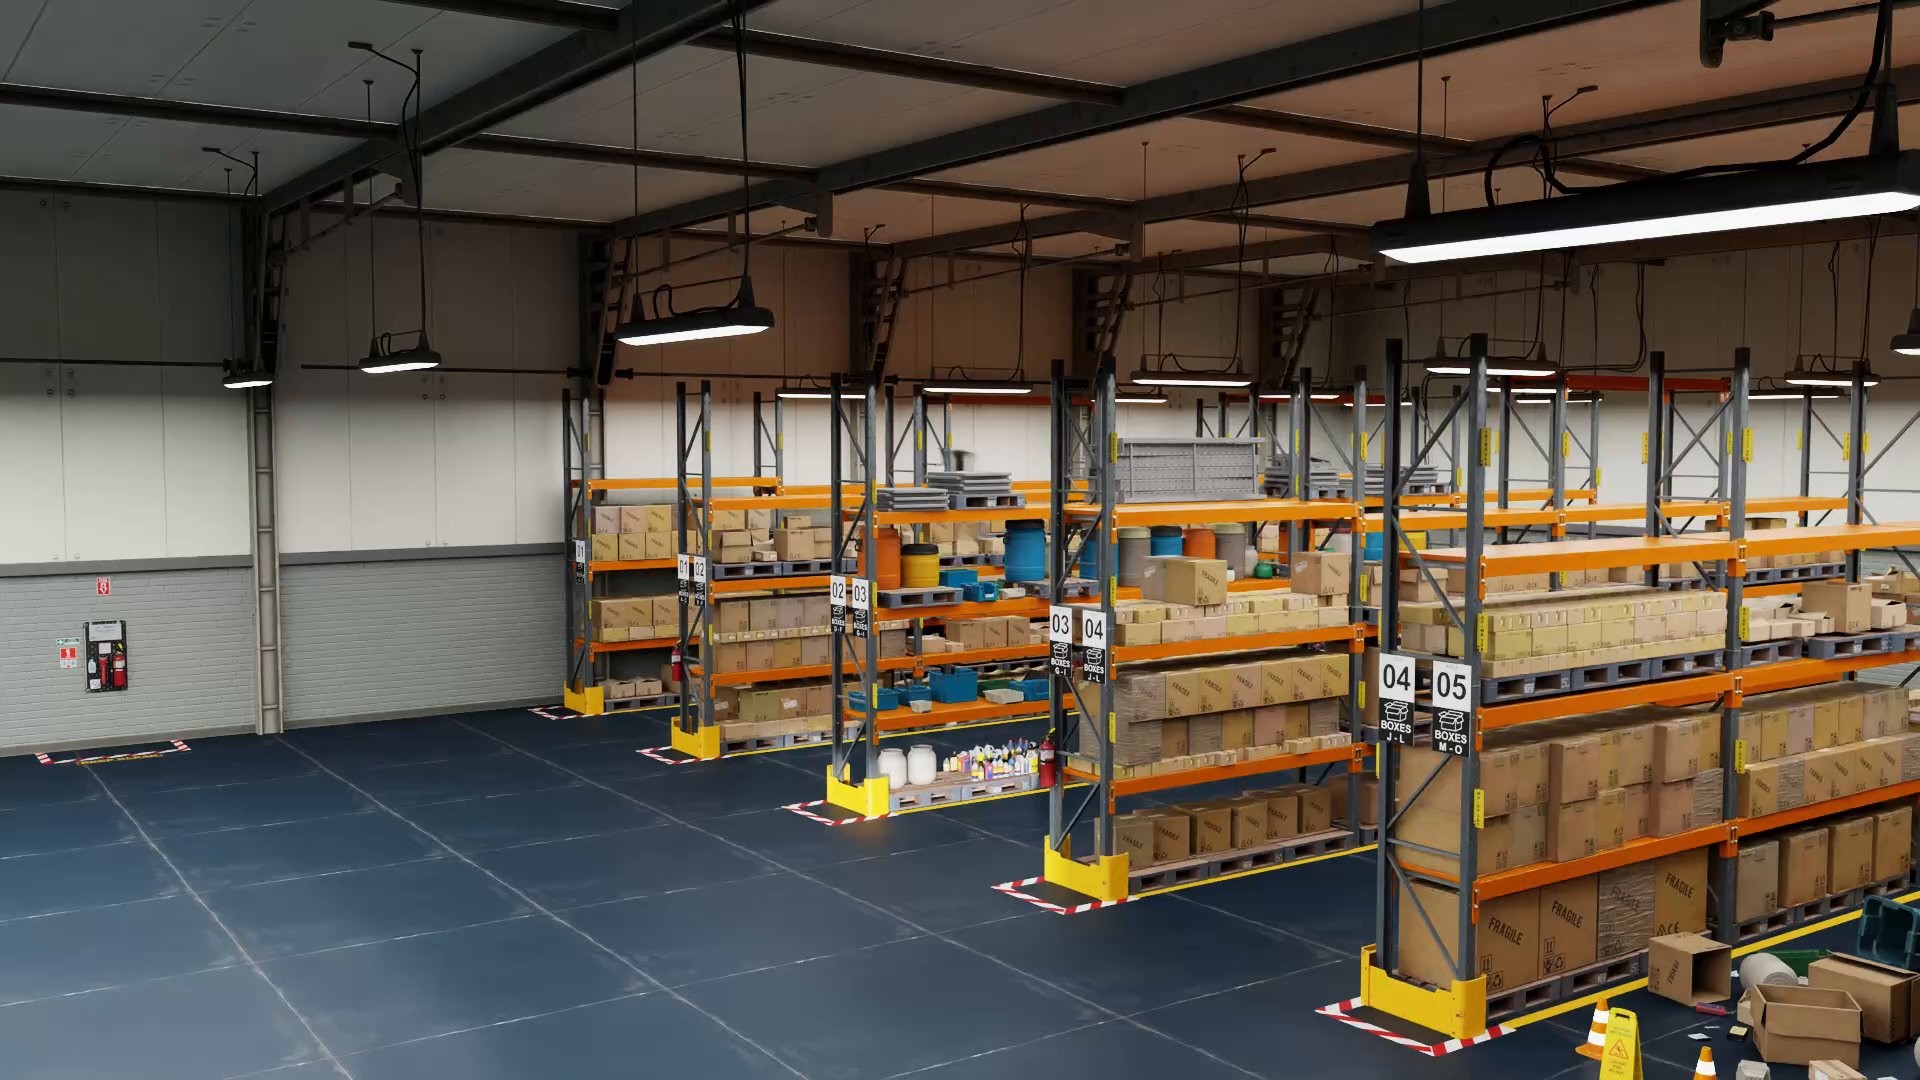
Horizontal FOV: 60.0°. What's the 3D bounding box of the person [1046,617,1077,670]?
[{"bbox_3d":[2.141,2.266,33.933,0.673,1.484,0.999,3,4,34],"label":"person"}]
